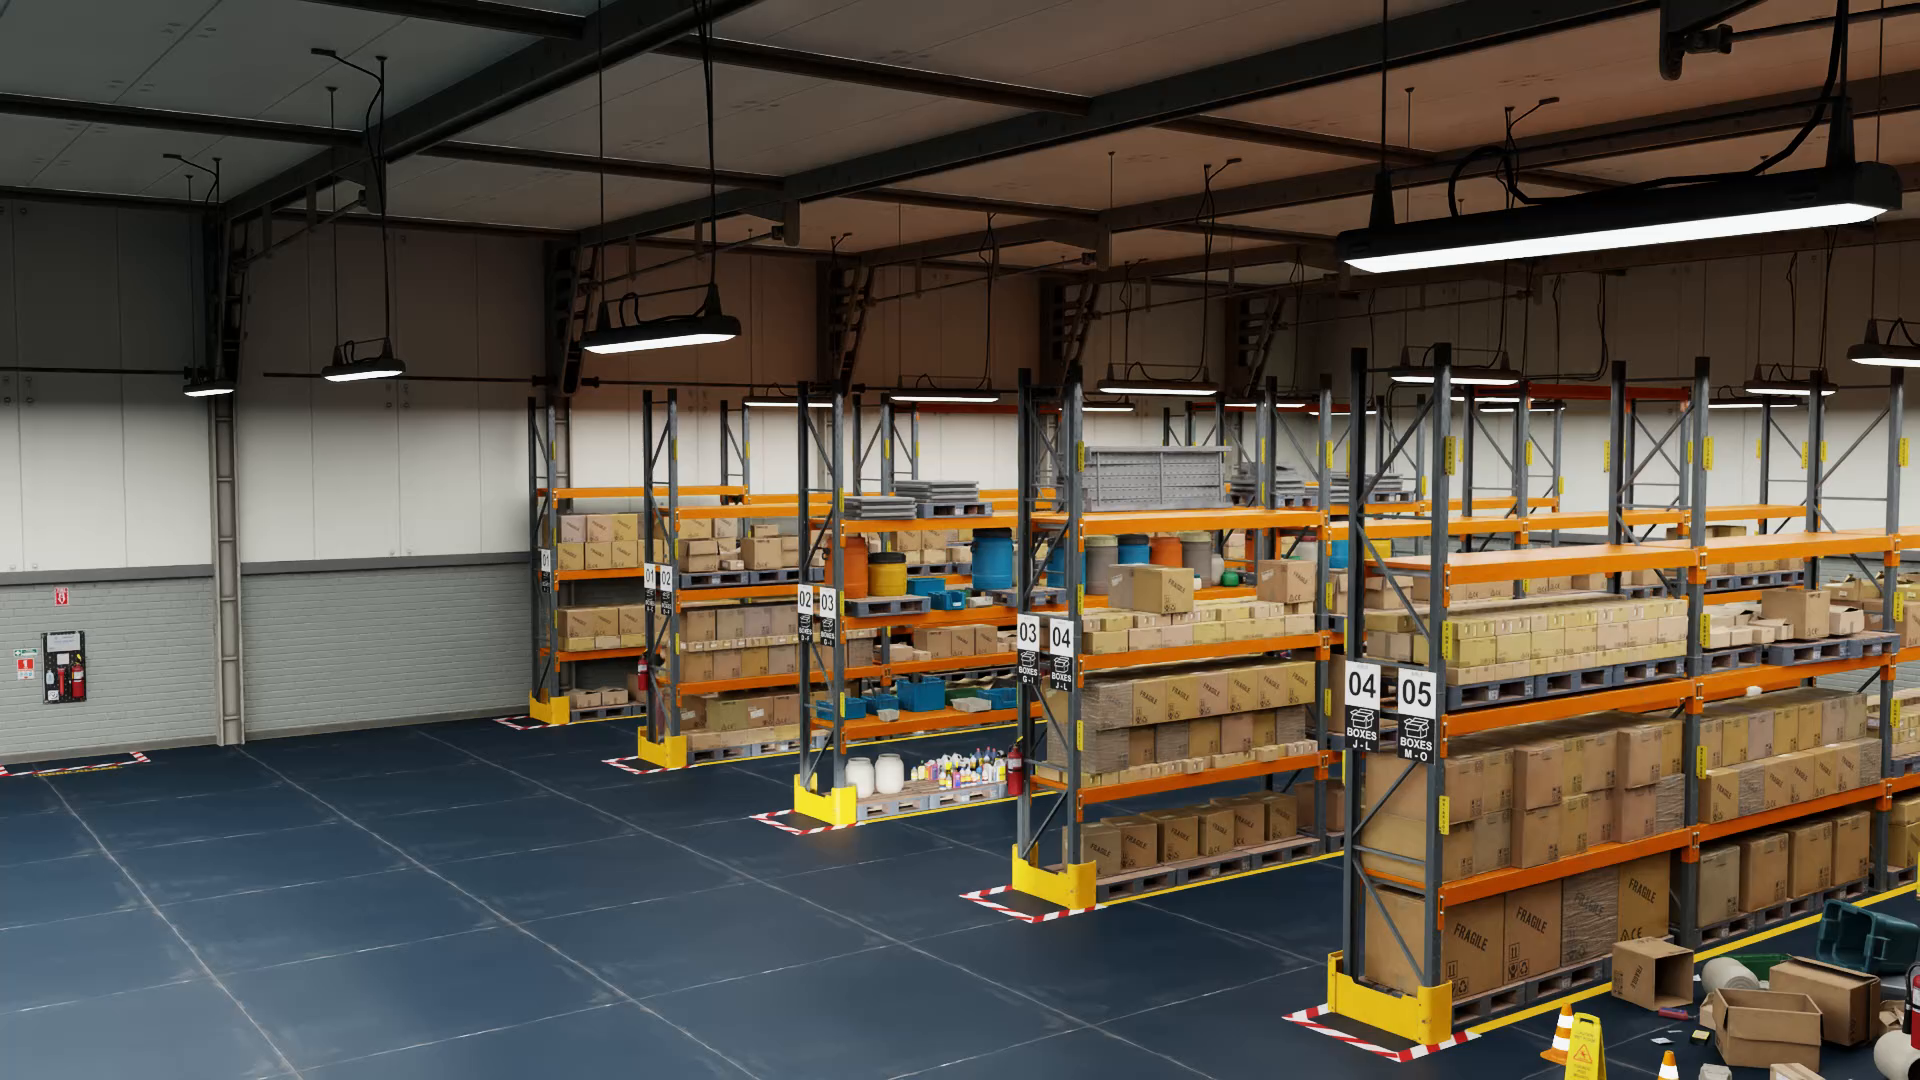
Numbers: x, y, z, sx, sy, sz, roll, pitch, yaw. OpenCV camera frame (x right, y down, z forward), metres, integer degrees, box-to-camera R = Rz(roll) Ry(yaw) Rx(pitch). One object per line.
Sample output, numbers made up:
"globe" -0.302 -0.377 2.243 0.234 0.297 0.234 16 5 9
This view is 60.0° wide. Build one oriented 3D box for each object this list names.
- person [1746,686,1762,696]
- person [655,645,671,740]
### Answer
"person" 10.985 2.917 23.091 0.508 1.806 0.543 3 5 42
"person" -5.069 2.656 28.619 0.752 1.697 0.471 -1 4 -21
